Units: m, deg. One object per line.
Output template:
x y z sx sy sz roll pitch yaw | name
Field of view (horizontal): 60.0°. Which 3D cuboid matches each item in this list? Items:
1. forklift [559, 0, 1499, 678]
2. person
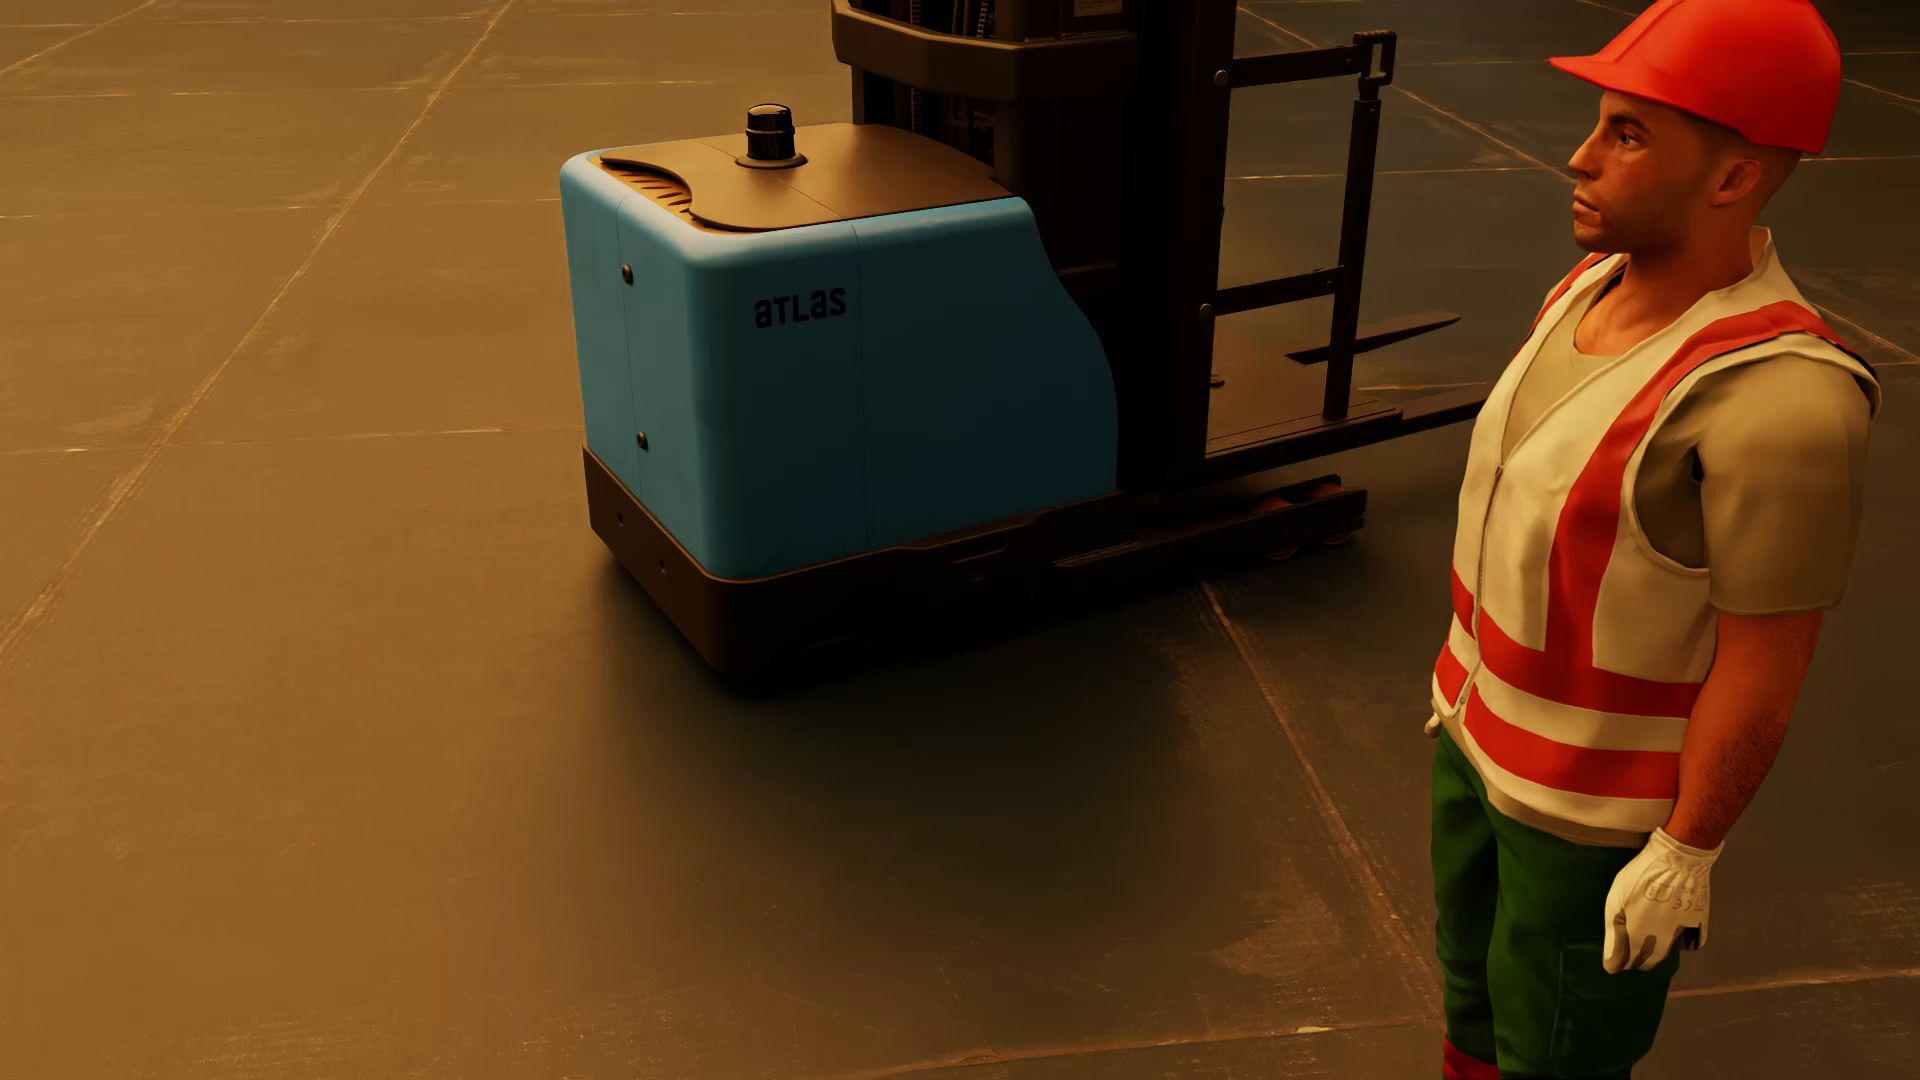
0.529 -1.451 4.240 3.031 2.935 1.130 -14 29 -26 | forklift
0.720 0.267 1.990 0.346 1.795 0.542 -3 26 -6 | person
